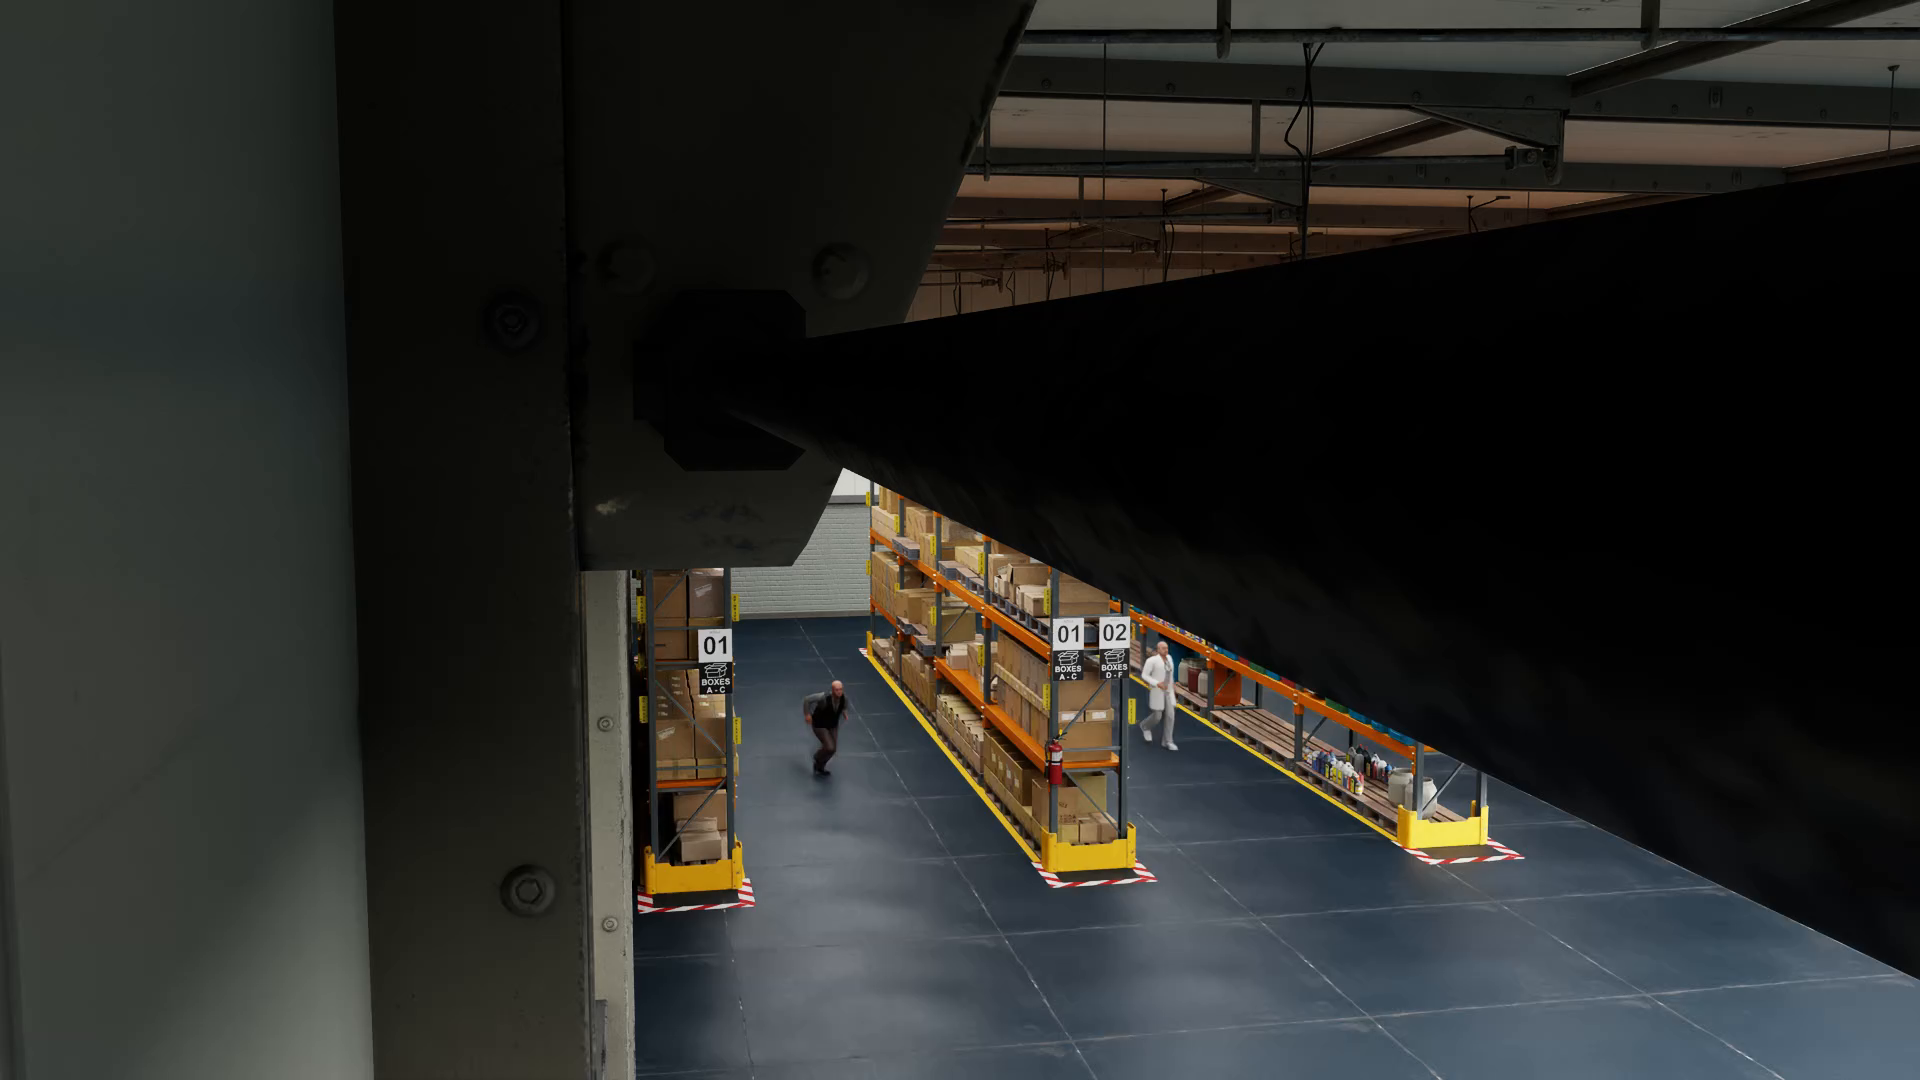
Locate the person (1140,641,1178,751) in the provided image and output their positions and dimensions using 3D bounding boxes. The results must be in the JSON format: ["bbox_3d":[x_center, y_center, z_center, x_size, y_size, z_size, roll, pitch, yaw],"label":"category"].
[{"bbox_3d":[3.327,2.565,27.694,0.713,1.776,0.955,-3,7,-26],"label":"person"}]

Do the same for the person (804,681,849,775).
[{"bbox_3d":[-2.047,2.900,25.530,0.684,1.544,0.867,-4,7,-37],"label":"person"}]
